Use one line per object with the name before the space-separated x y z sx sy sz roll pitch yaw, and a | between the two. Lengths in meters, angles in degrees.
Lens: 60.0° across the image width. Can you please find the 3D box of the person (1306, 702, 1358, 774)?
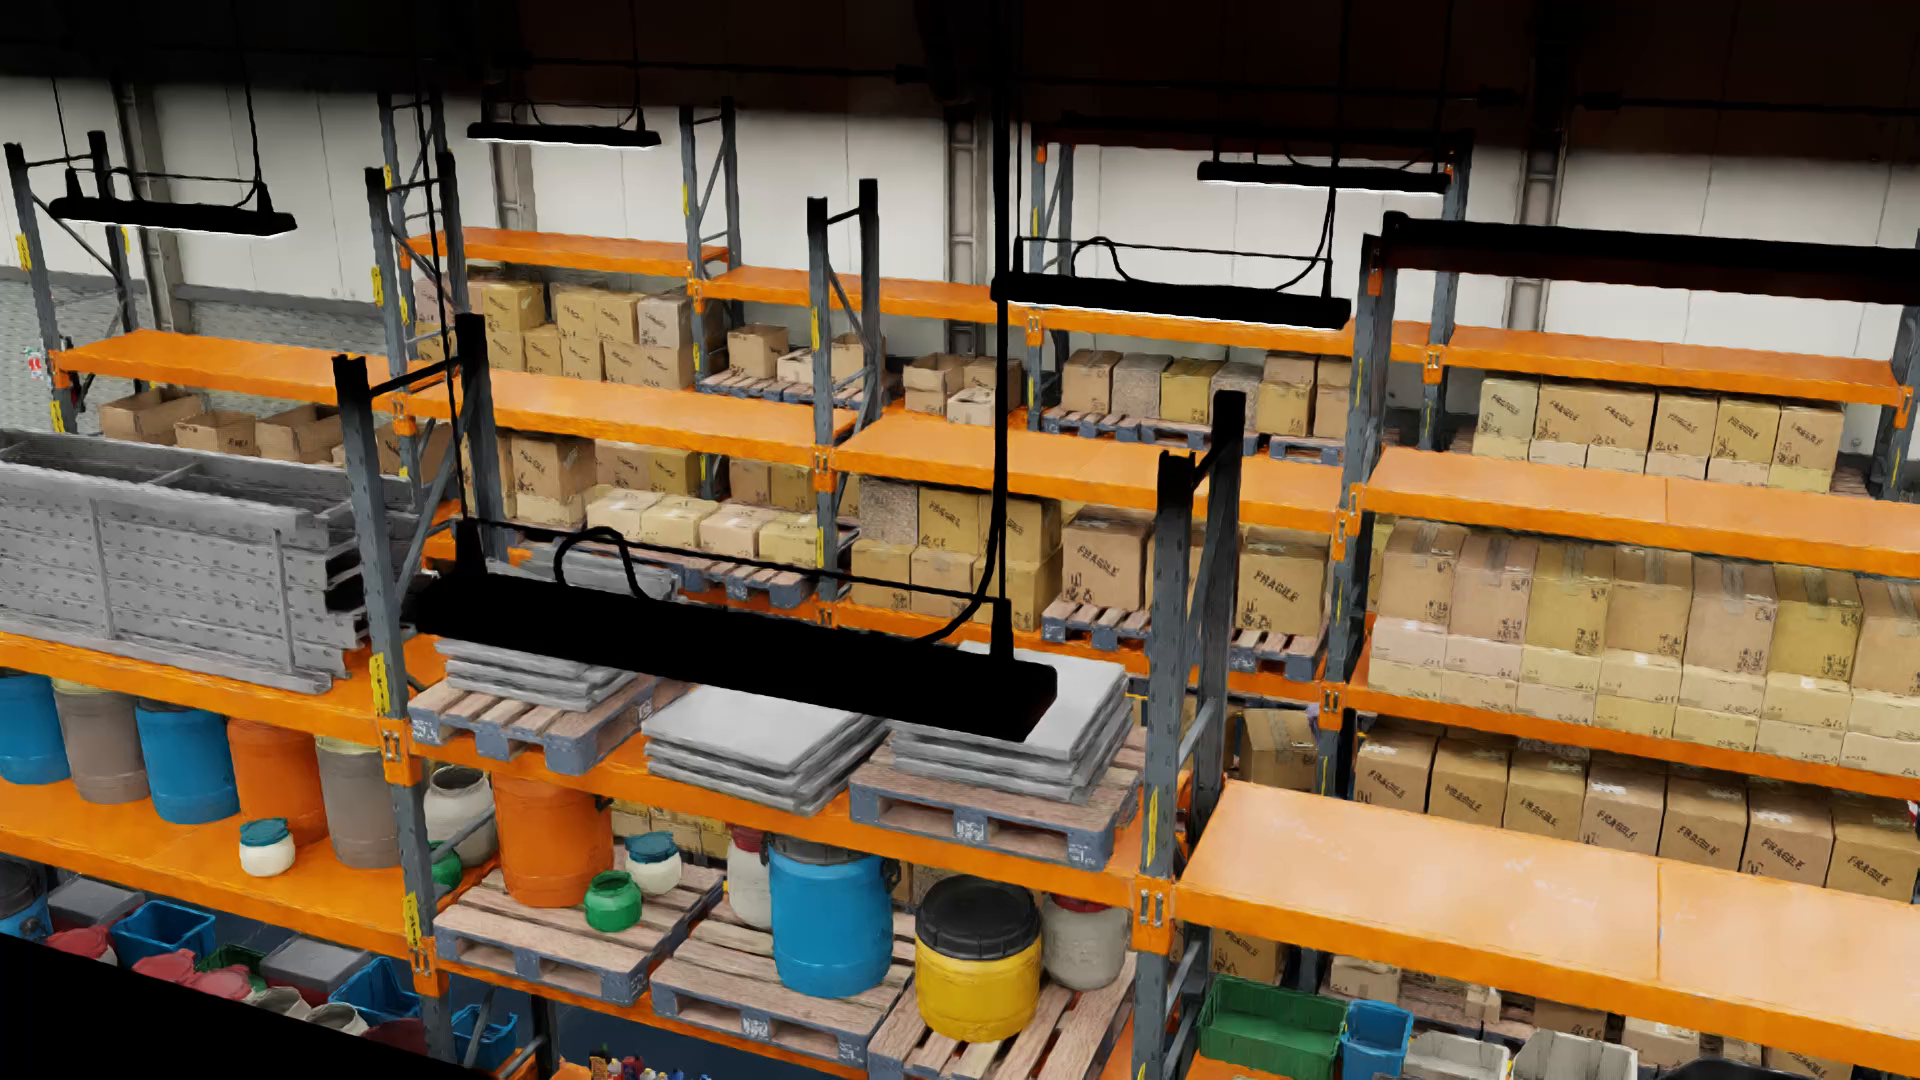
person | 3.291 1.992 14.930 0.559 1.717 0.384 -3 21 -7
